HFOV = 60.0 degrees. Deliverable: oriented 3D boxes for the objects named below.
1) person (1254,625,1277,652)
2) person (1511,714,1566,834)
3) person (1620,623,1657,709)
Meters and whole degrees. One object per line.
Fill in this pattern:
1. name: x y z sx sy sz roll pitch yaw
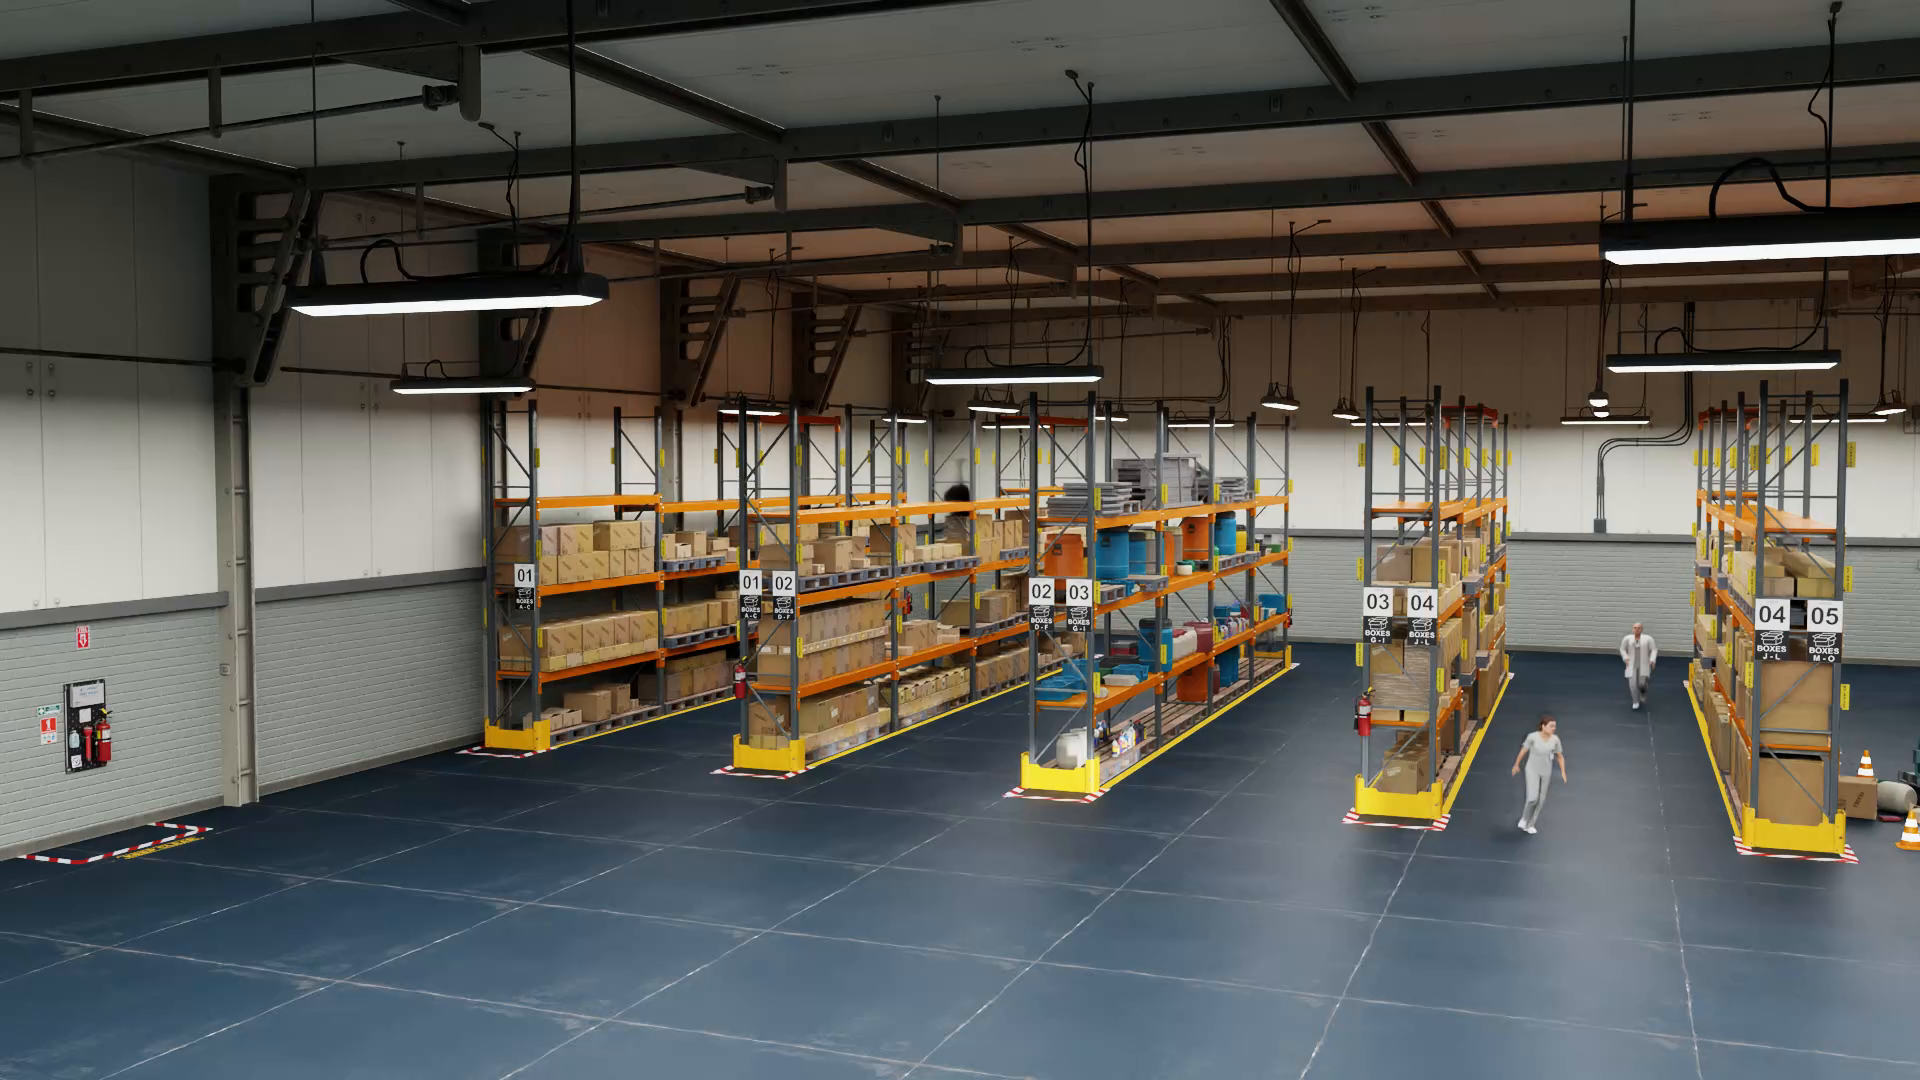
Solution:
1. person: 7.791 2.203 41.932 0.578 1.483 0.921 -3 4 -44
2. person: 7.675 3.100 22.002 0.562 1.626 0.625 0 3 -7
3. person: 13.542 2.507 33.211 0.701 1.724 0.661 1 3 25
